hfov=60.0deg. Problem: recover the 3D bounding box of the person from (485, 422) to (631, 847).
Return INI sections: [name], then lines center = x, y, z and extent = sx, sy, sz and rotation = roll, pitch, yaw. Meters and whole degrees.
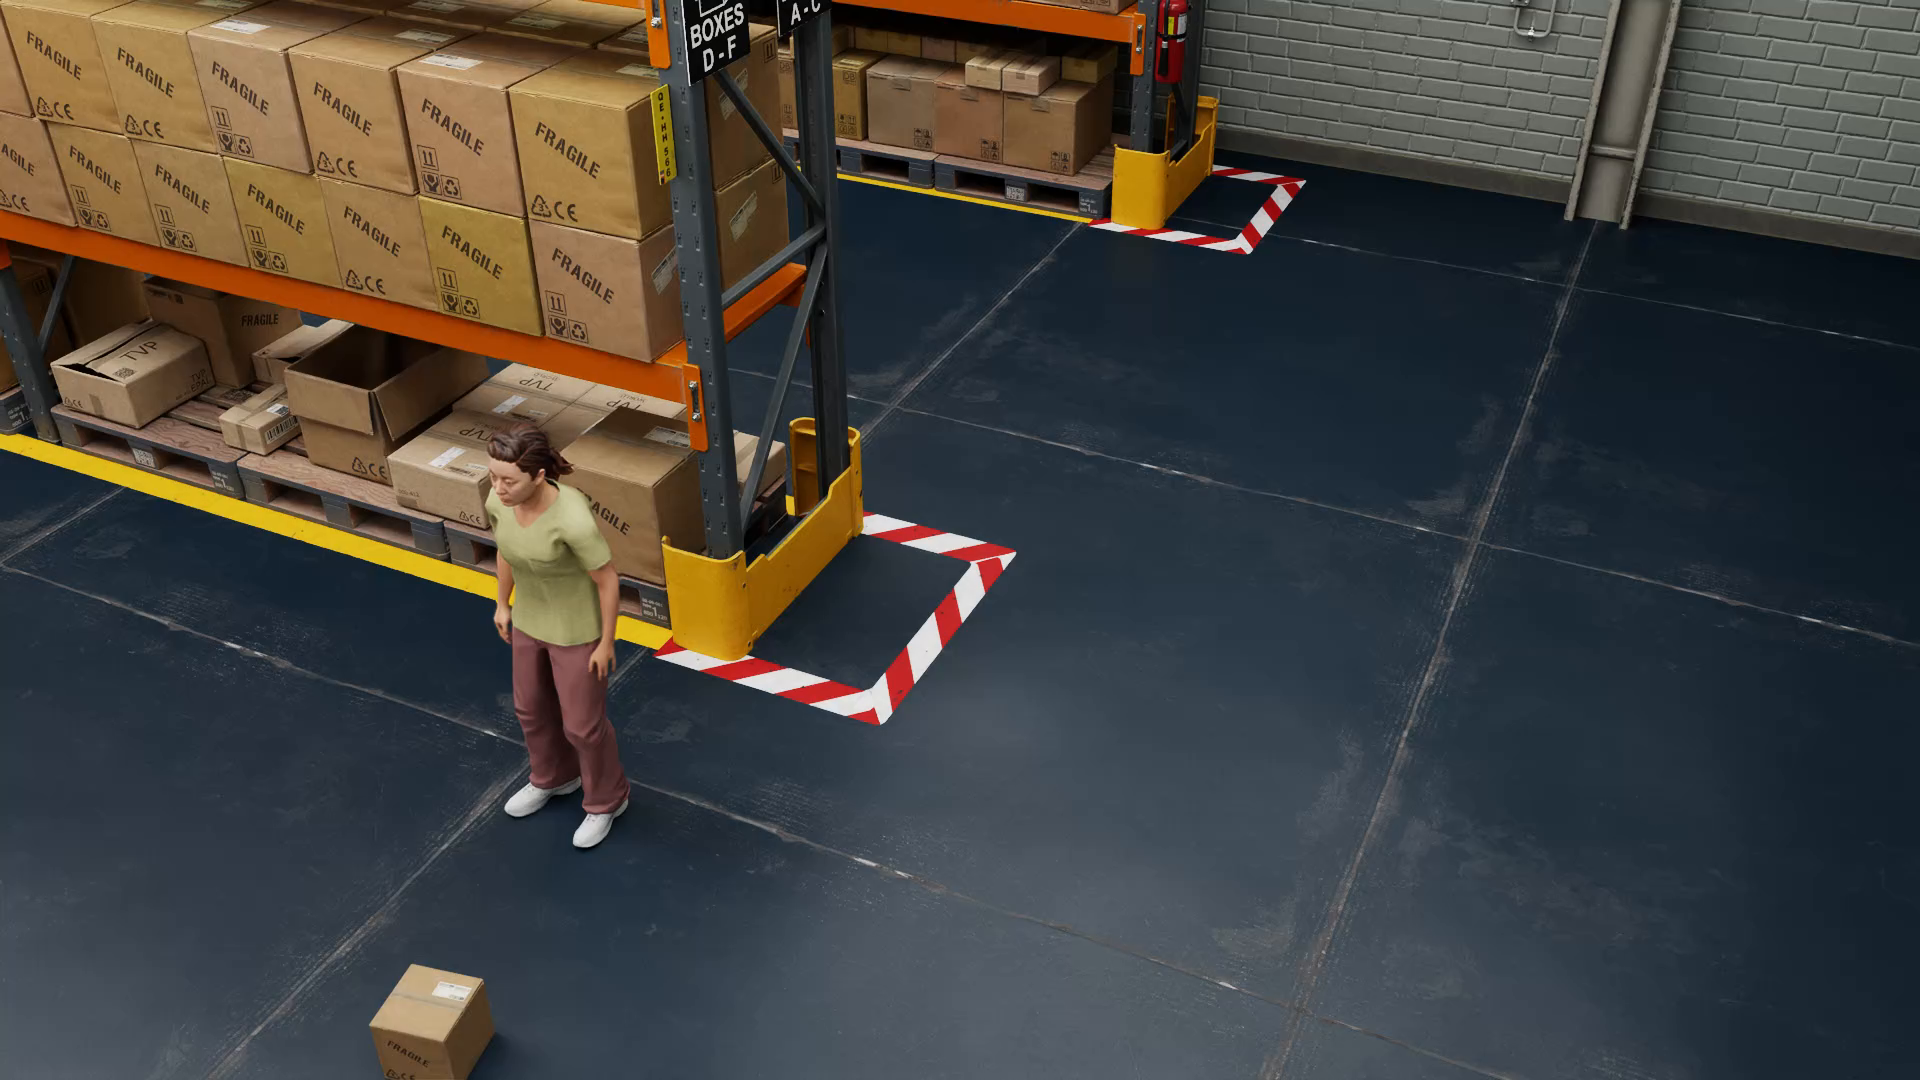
[person]
center = -1.382, 0.312, 5.676
extent = 0.519, 1.673, 0.349
rotation = 18, 38, 25
